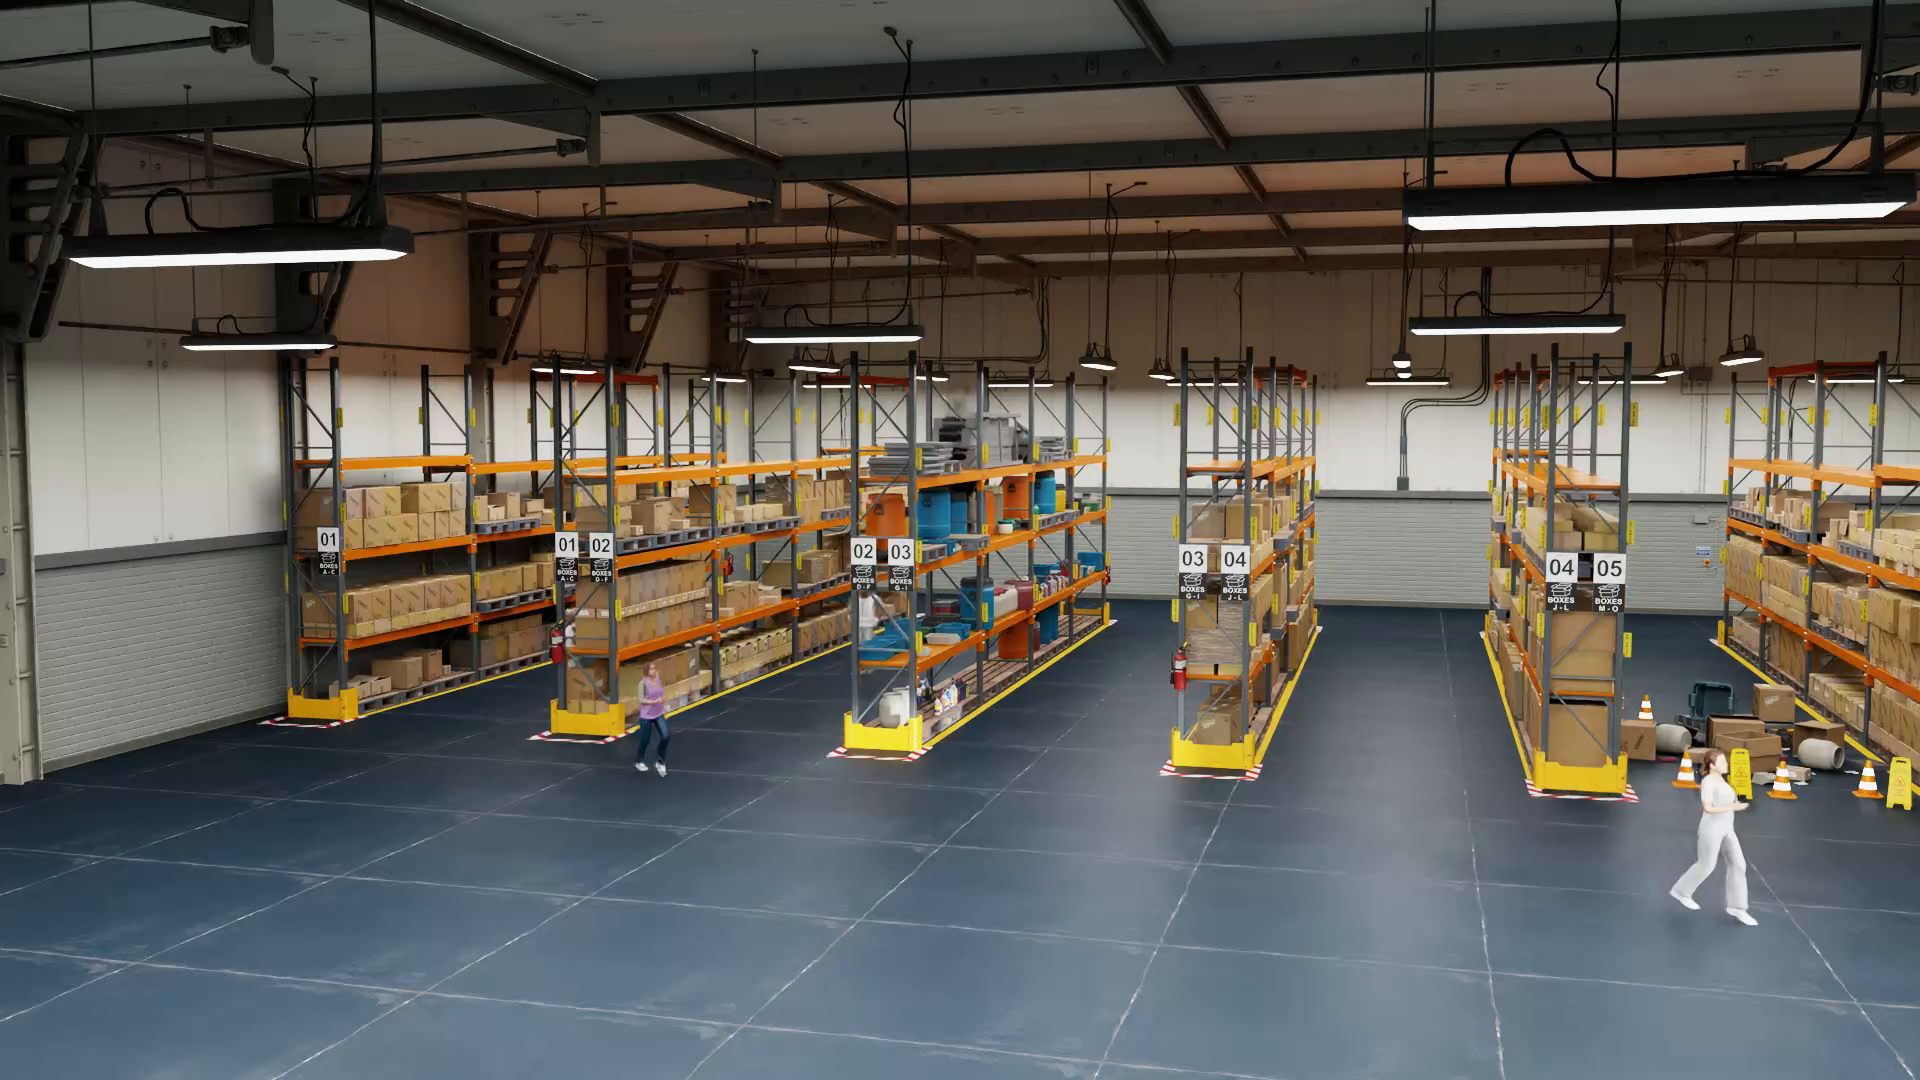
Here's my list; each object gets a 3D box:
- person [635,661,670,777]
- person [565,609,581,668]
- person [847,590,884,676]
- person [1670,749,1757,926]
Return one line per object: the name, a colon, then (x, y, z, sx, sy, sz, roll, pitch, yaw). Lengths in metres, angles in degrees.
person: (-4.297, 2.499, 23.231, 0.507, 1.634, 0.693, -4, 6, -41)
person: (-6.786, 2.042, 28.873, 0.602, 1.679, 0.886, 1, 4, 11)
person: (-1.765, 1.614, 30.402, 0.669, 1.782, 0.583, 1, 4, 11)
person: (7.528, 2.934, 16.576, 0.559, 1.695, 0.831, -4, 5, -40)
